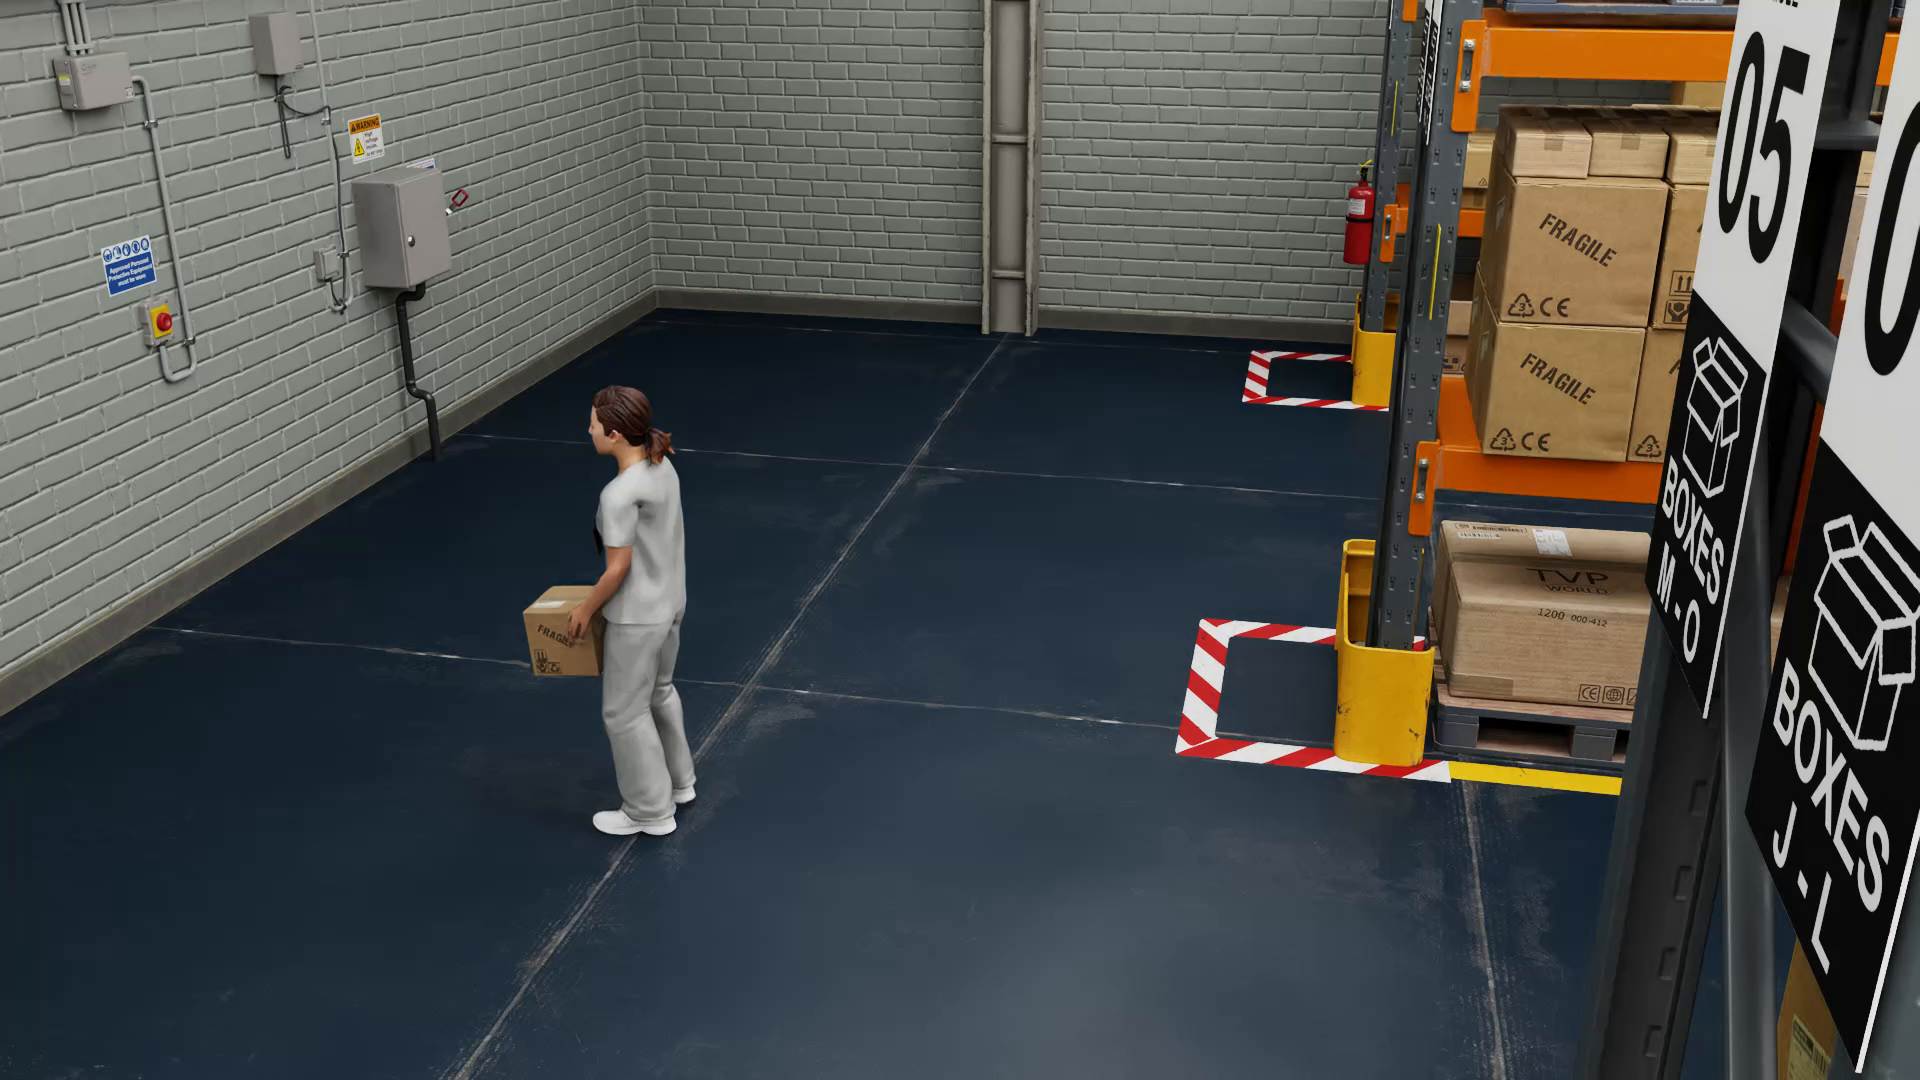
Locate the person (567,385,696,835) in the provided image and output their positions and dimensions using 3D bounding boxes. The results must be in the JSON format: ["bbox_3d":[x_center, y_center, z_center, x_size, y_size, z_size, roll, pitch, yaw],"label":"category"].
[{"bbox_3d":[-1.167,0.255,5.940,0.395,1.676,0.467,4,22,10],"label":"person"}]
